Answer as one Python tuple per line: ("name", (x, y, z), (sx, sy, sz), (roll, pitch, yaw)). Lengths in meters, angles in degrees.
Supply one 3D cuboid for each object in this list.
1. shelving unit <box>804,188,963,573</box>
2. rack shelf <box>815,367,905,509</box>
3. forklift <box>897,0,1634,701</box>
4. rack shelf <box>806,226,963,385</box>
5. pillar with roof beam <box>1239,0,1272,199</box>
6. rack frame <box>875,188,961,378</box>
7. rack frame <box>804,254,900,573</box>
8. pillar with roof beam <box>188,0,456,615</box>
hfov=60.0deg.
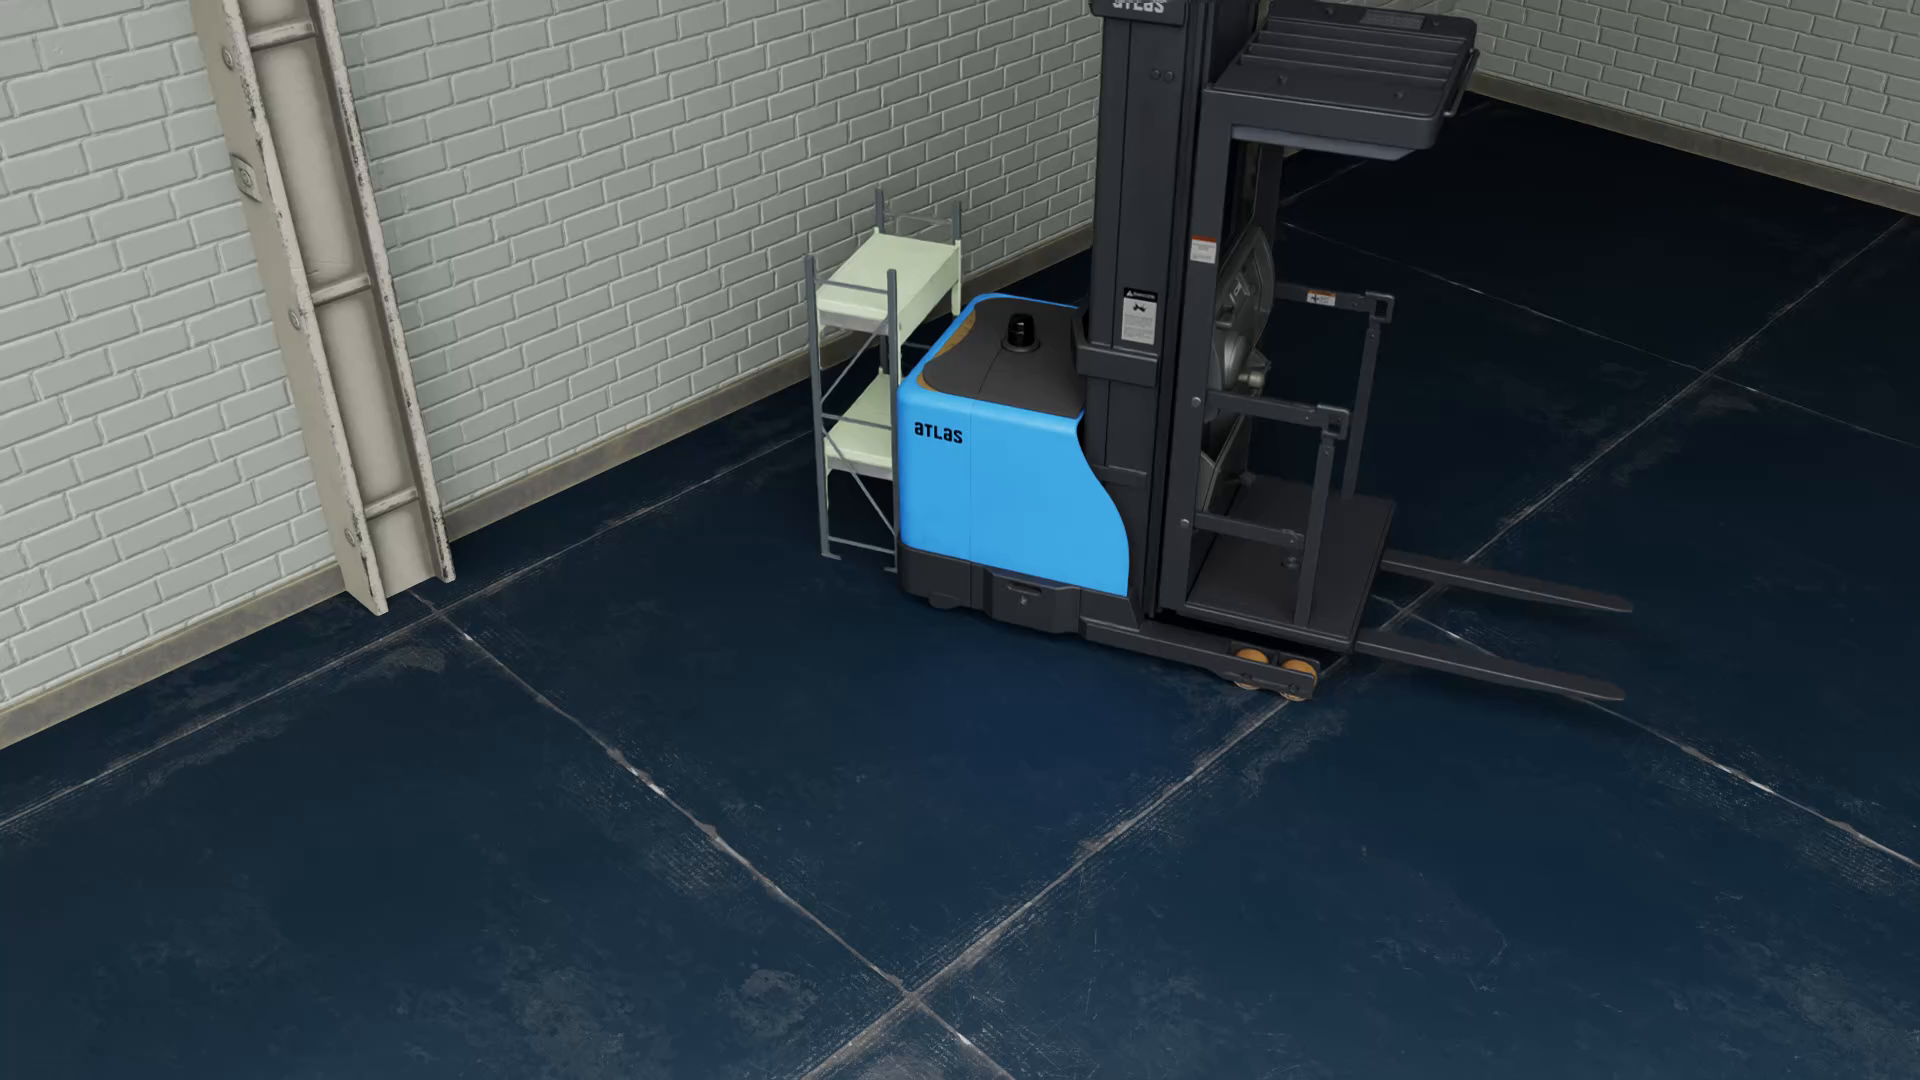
("shelving unit", (-0.315, -0.703, 7.446), (0.431, 1.500, 0.755), (12, 37, 17))
("rack shelf", (-0.315, -0.435, 7.633), (0.431, 0.370, 0.720), (12, 37, 17))
("forklift", (1.295, -0.890, 6.464), (3.031, 2.935, 1.130), (13, 37, 17))
("rack shelf", (-0.315, -1.023, 7.223), (0.431, 0.370, 0.720), (12, 37, 17))
("pillar with roof beam", (4.765, -4.201, 5.907), (9.100, 9.000, 0.400), (30, 45, 35))
("rack frame", (-0.185, -0.898, 7.727), (0.400, 1.500, 0.023), (12, 37, 17))
("rack frame", (-0.445, -0.507, 7.166), (0.400, 1.500, 0.023), (12, 37, 17))
("pillar with roof beam", (0.538, -1.765, 2.415), (9.100, 9.000, 0.400), (30, 45, 35))
